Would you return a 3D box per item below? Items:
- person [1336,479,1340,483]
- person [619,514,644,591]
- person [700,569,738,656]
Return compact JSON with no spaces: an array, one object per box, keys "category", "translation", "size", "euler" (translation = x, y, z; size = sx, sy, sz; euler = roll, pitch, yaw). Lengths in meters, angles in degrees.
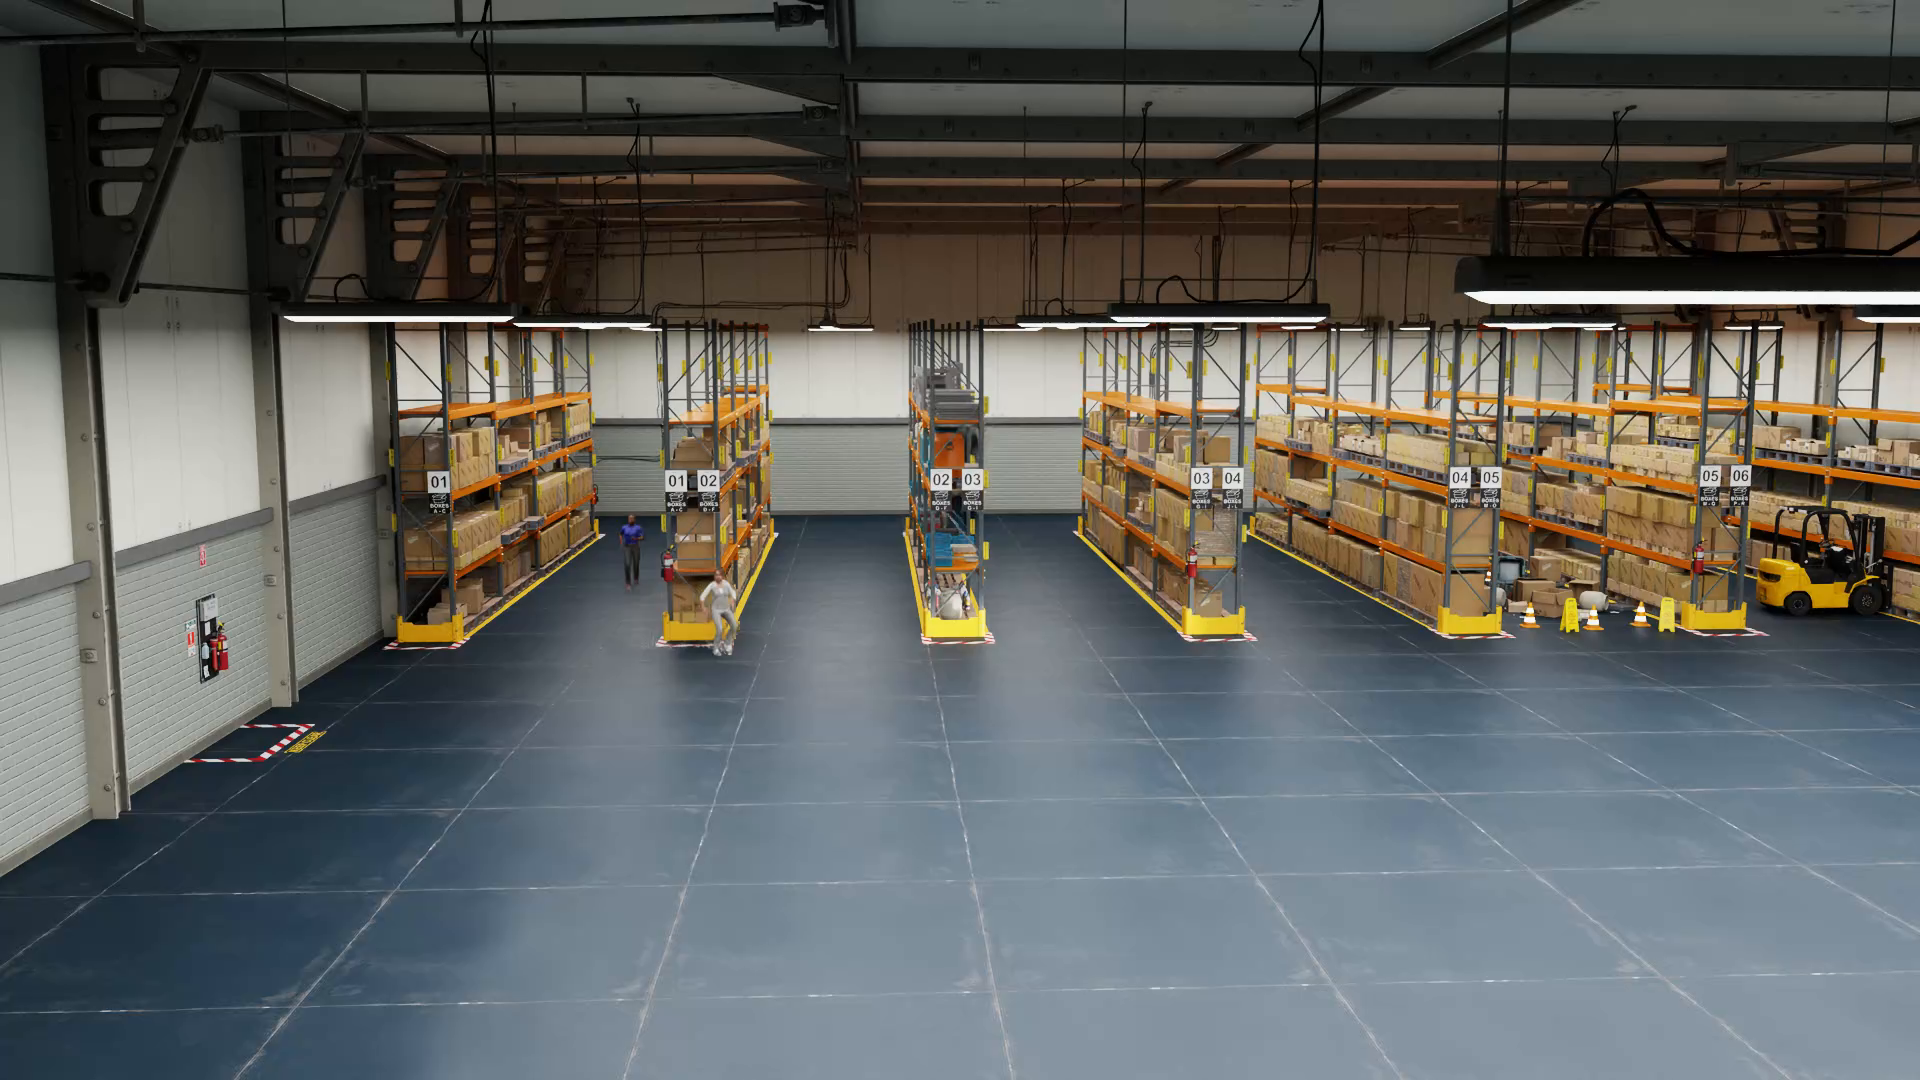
[{"category":"person","translation":[10.679,-0.879,46.863],"size":[0.542,1.694,0.700],"euler":[-1,7,-8]},{"category":"person","translation":[-7.422,0.261,37.607],"size":[0.549,1.717,0.781],"euler":[-1,7,-11]},{"category":"person","translation":[-4.286,1.297,29.735],"size":[0.688,1.563,0.484],"euler":[-5,9,-36]}]
